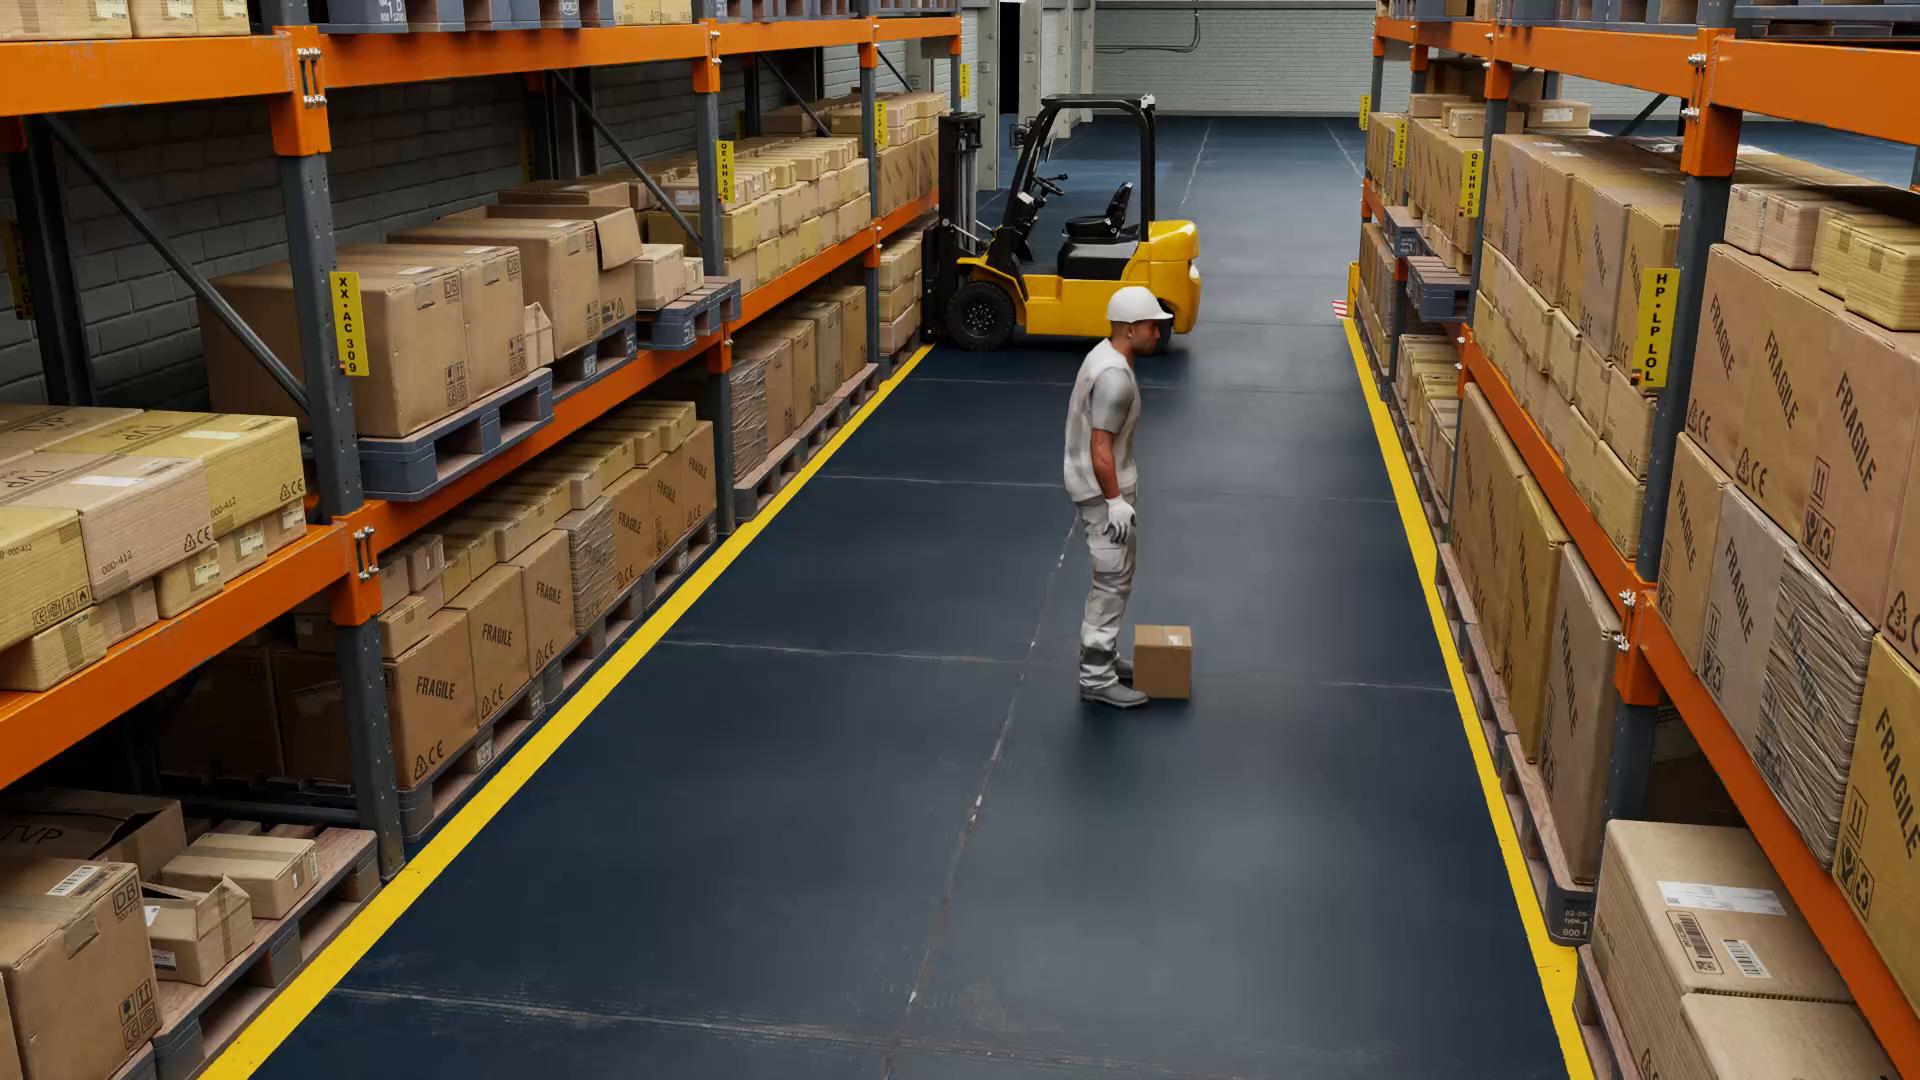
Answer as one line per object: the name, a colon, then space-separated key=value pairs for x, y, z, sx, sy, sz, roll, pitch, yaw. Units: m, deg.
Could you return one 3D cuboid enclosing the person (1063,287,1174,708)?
person: x=0.665 y=-0.197 z=7.149 sx=0.447 sy=1.776 sz=0.592 roll=2 pitch=18 yaw=7
